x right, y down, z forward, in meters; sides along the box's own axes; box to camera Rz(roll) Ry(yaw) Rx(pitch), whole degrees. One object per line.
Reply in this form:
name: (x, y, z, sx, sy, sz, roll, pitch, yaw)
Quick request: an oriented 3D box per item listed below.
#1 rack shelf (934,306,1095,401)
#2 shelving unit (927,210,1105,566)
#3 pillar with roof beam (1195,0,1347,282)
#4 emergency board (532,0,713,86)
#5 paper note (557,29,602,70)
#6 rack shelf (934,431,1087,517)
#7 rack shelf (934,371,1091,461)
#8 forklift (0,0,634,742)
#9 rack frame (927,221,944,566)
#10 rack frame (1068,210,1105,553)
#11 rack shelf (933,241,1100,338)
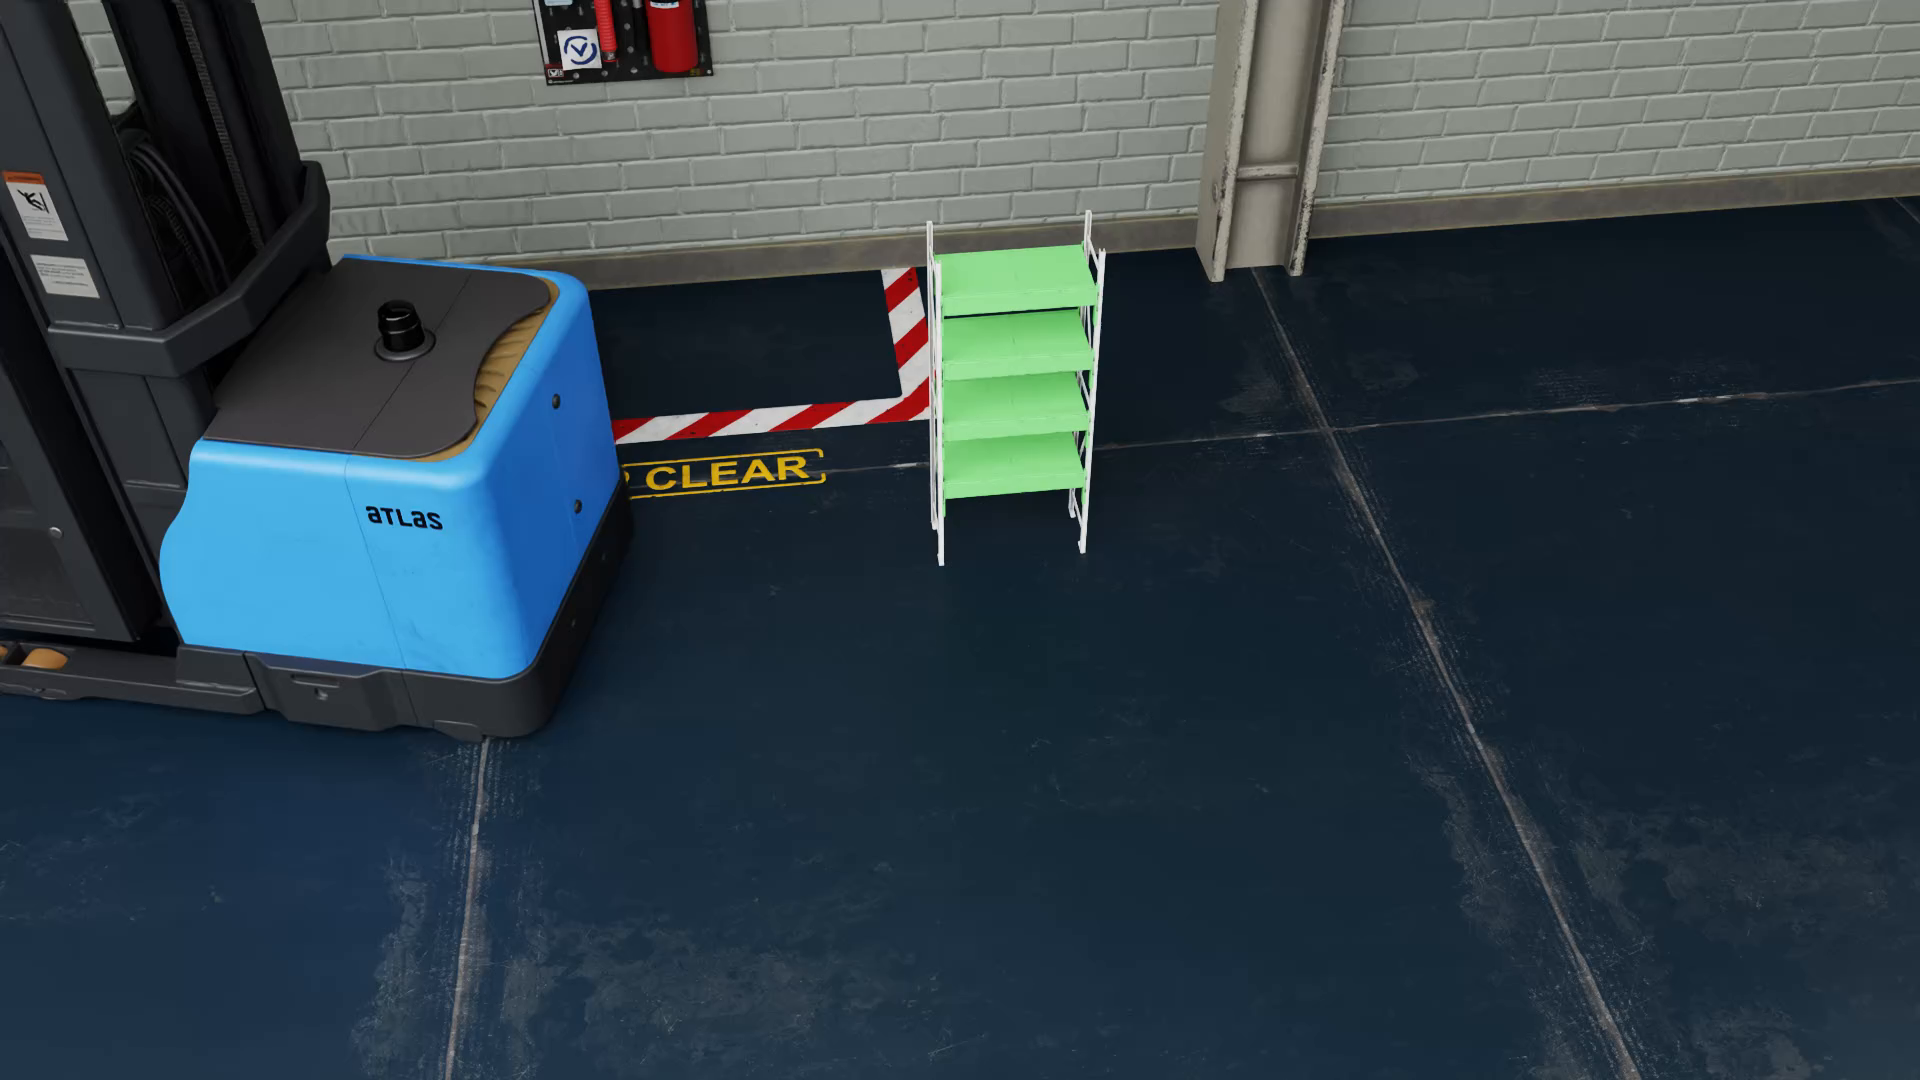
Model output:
rack shelf: (0.164, -0.591, 5.246, 0.480, 0.148, 0.258, -5, 42, -6)
shelving unit: (0.164, -0.460, 5.364, 0.503, 1.200, 0.258, -5, 42, -6)
pillar with roof beam: (1.782, -1.681, 0.895, 0.400, 9.000, 9.100, -5, 42, -6)
emergency board: (-1.232, -2.123, 5.864, 0.643, 1.169, 0.194, -5, 42, -6)
paper note: (-1.416, -1.826, 6.193, 0.142, 0.148, 0.016, -5, 42, -6)
rack shelf: (0.164, -0.234, 5.568, 0.480, 0.148, 0.258, -5, 42, -6)
rack shelf: (0.164, -0.412, 5.407, 0.480, 0.148, 0.258, -5, 42, -6)
forklift: (-2.676, -0.933, 4.596, 3.031, 2.935, 1.130, 6, 42, 6)
rack frame: (-0.078, -0.439, 5.341, 0.015, 1.200, 0.240, -5, 42, -6)
rack frame: (0.406, -0.481, 5.388, 0.015, 1.200, 0.240, -5, 42, -6)
rack shelf: (0.164, -0.769, 5.085, 0.480, 0.148, 0.258, -5, 42, -6)
